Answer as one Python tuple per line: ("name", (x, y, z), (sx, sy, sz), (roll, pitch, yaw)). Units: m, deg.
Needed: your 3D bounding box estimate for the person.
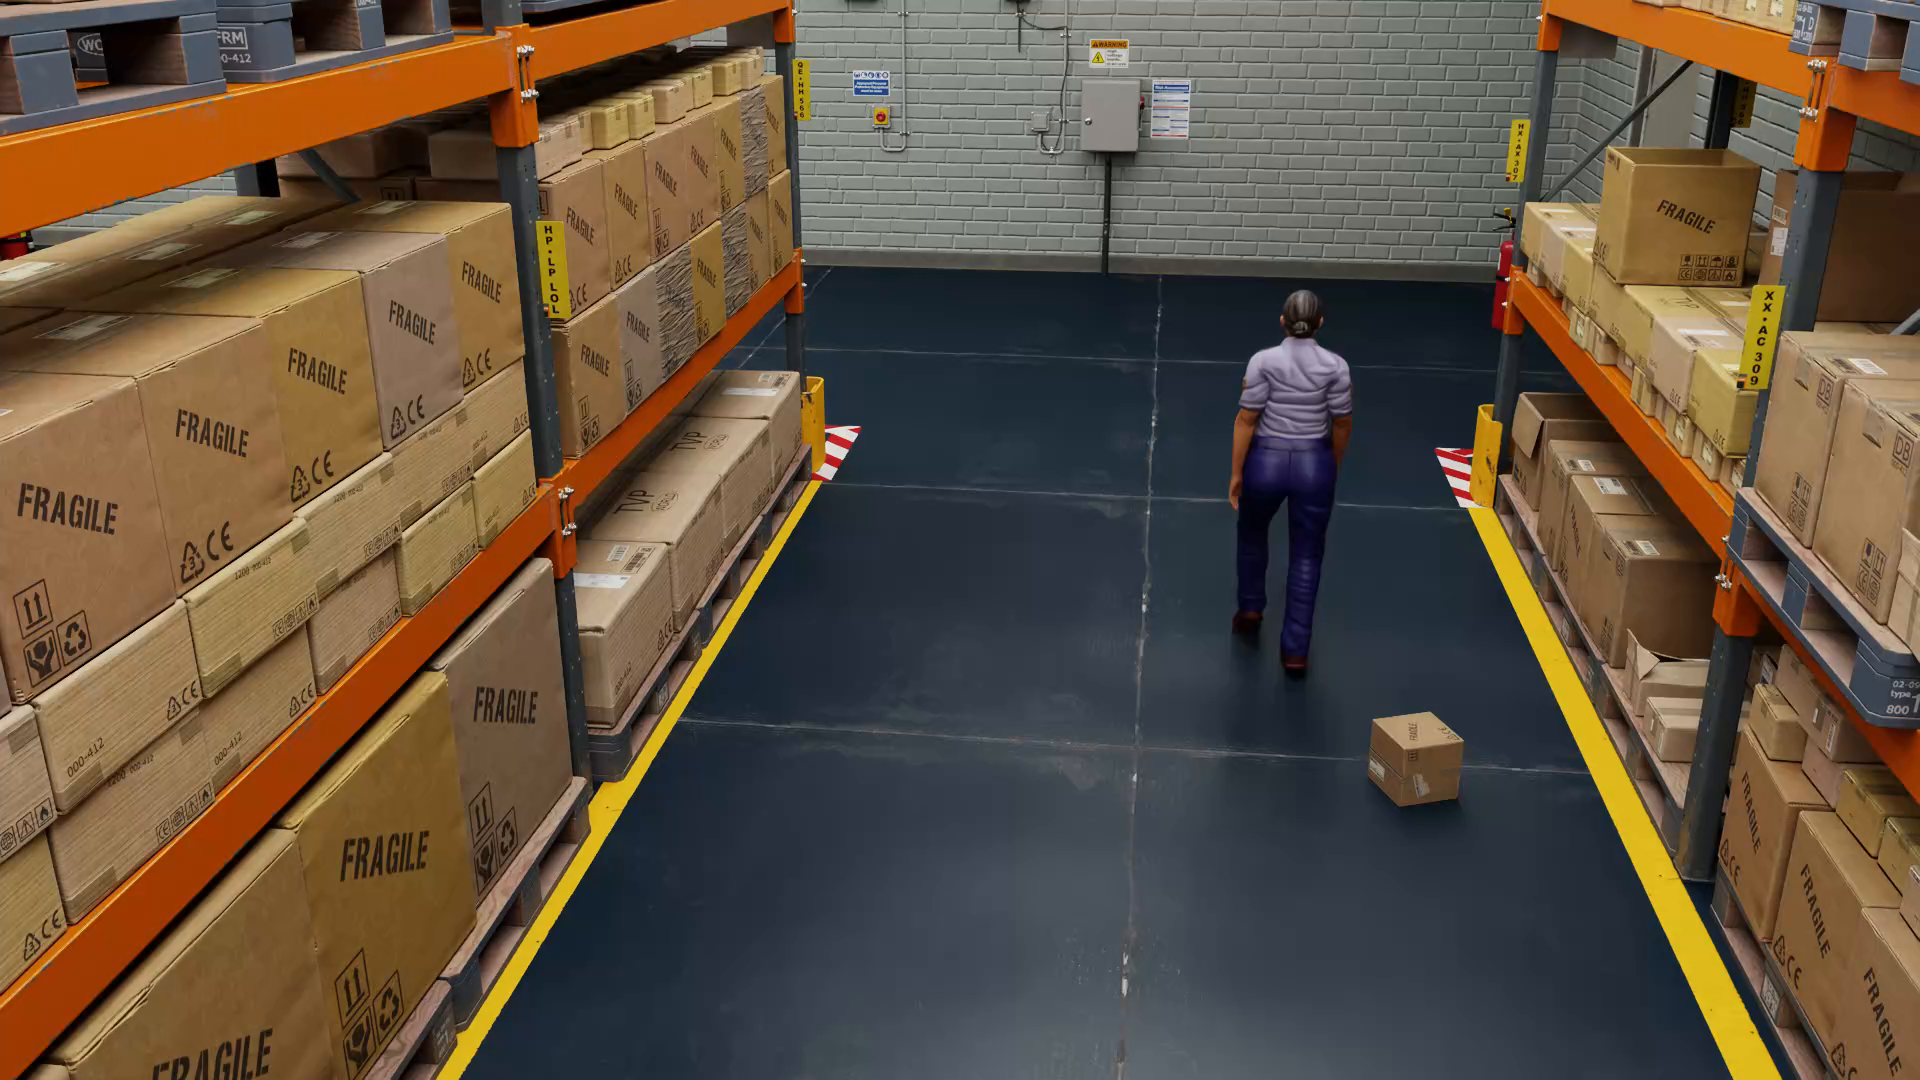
("person", (1.445, -0.248, 7.320), (0.509, 1.709, 0.709), (4, 22, 10))
